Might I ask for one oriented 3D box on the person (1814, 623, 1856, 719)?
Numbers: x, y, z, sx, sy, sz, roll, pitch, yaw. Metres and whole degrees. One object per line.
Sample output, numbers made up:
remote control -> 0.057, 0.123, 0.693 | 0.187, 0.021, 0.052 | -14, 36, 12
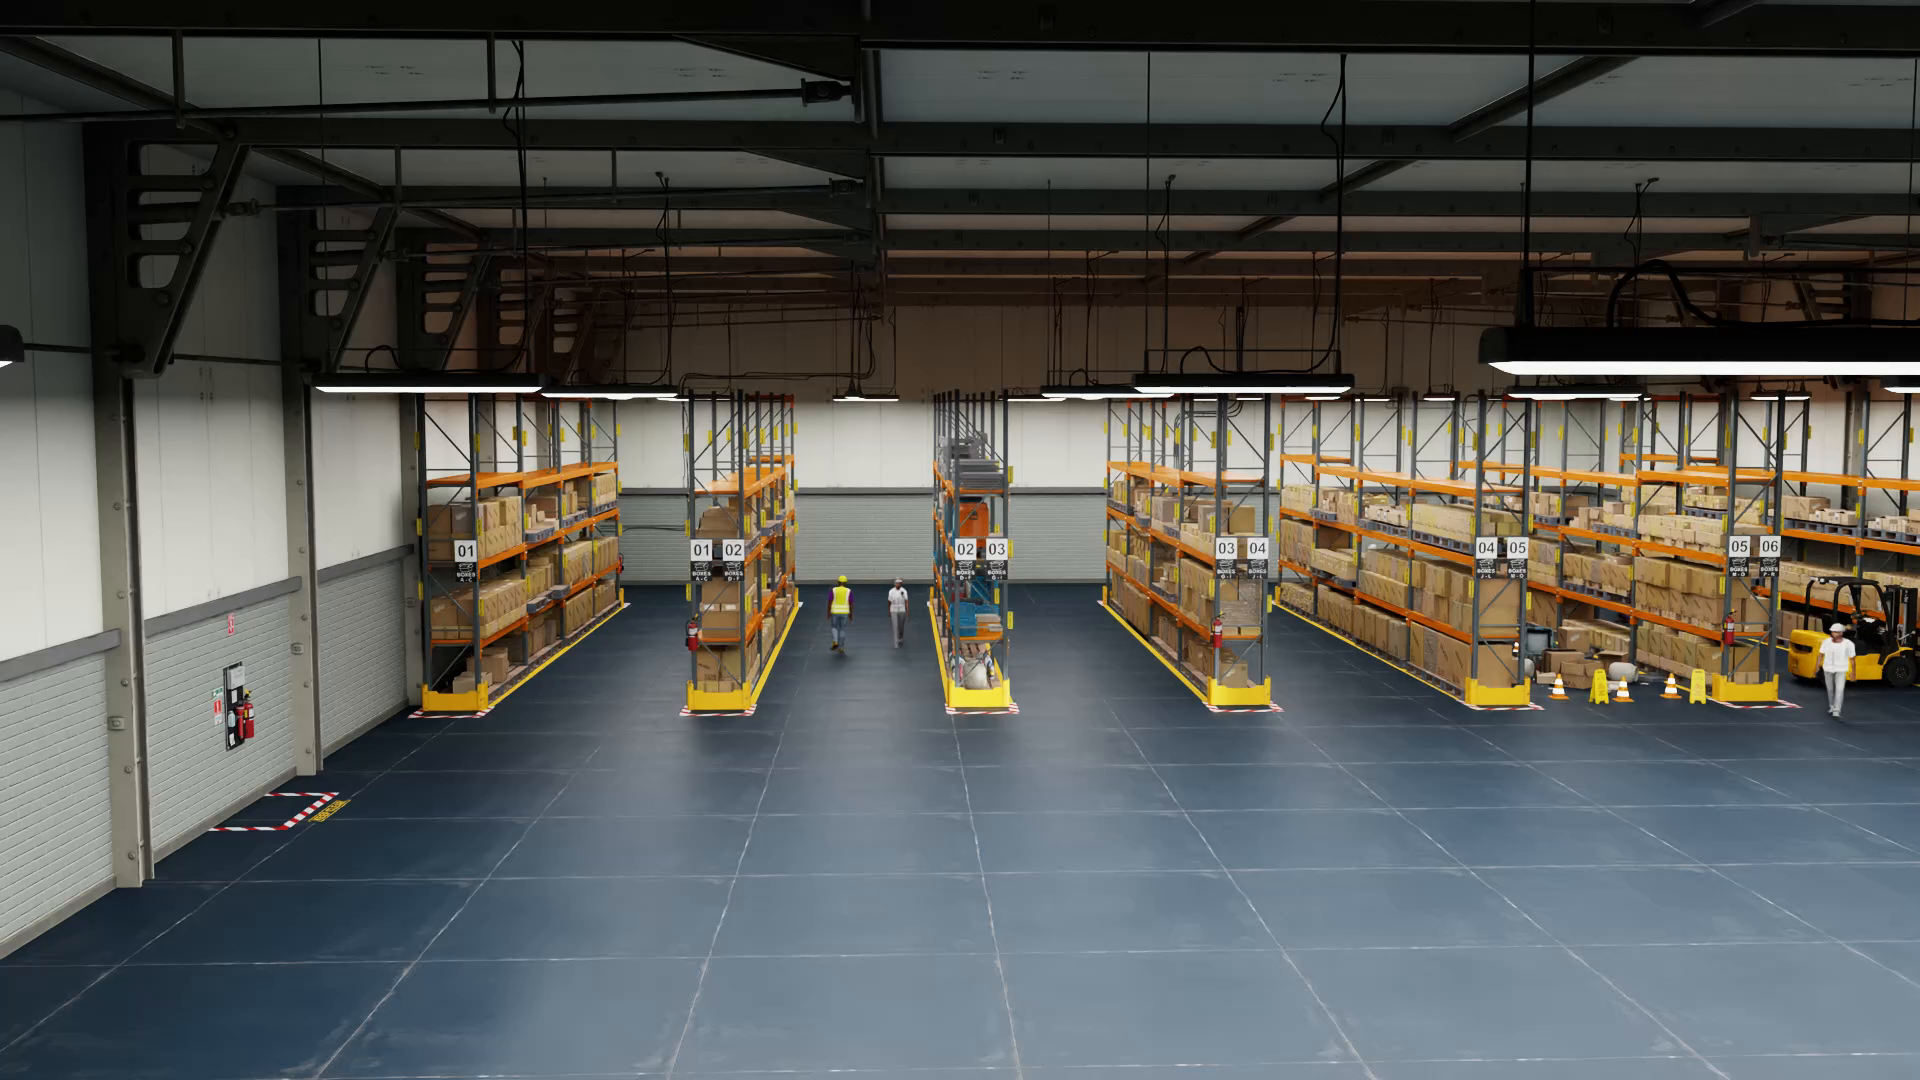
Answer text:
person -> 15.952, 2.372, 30.340 | 0.644, 1.700, 1.060 | 4, 6, 42

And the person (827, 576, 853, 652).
person -> -2.761, 1.706, 38.364 | 0.607, 1.760, 0.521 | 0, 5, -1

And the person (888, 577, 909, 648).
person -> -1.453, 1.686, 39.315 | 0.495, 1.626, 1.012 | 0, 5, -5

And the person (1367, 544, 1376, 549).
person -> 11.676, 1.006, 46.935 | 0.609, 1.785, 0.467 | -4, 6, -40

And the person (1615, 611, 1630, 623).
person -> 17.417, 1.351, 43.670 | 0.528, 1.665, 0.401 | -3, 6, -35
